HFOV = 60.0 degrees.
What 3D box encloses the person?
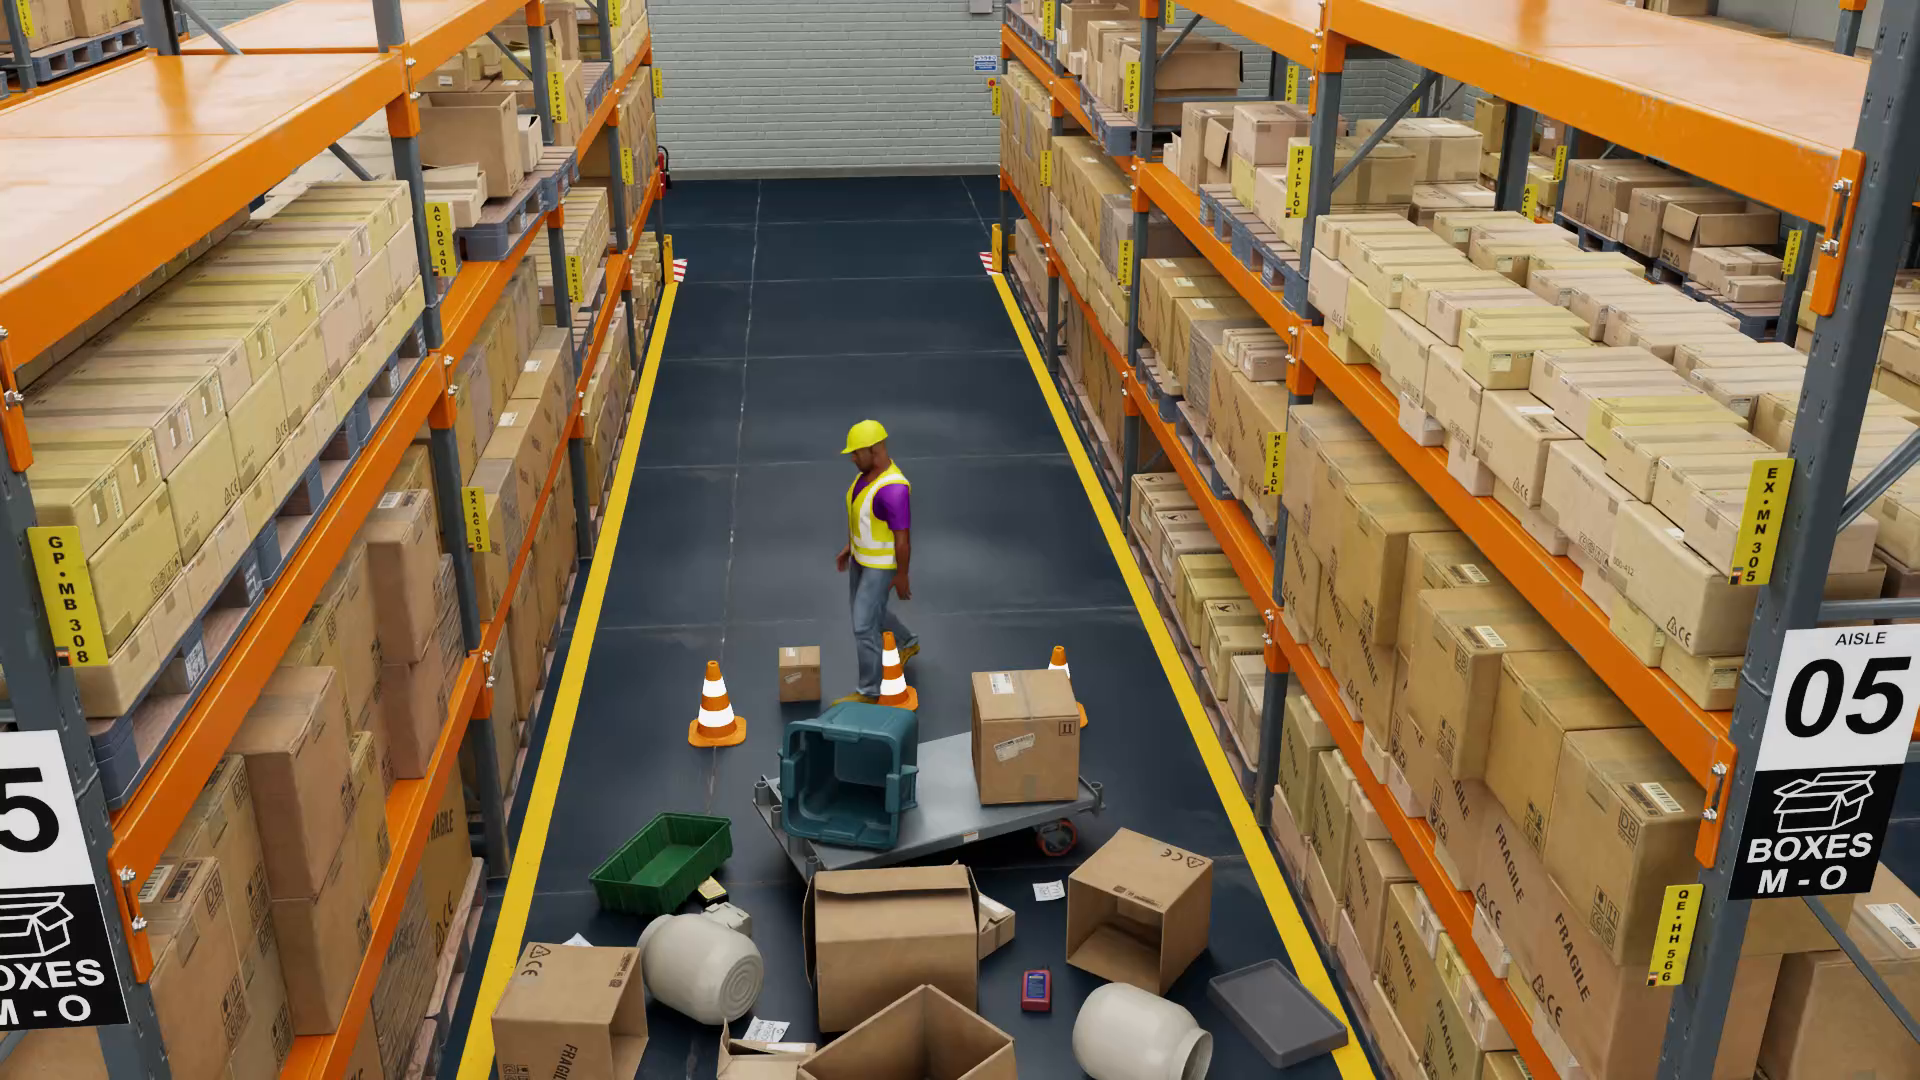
[{"bbox_3d":[-0.517,0.123,10.000,0.703,1.746,0.583,-9,25,-19],"label":"person"}]
